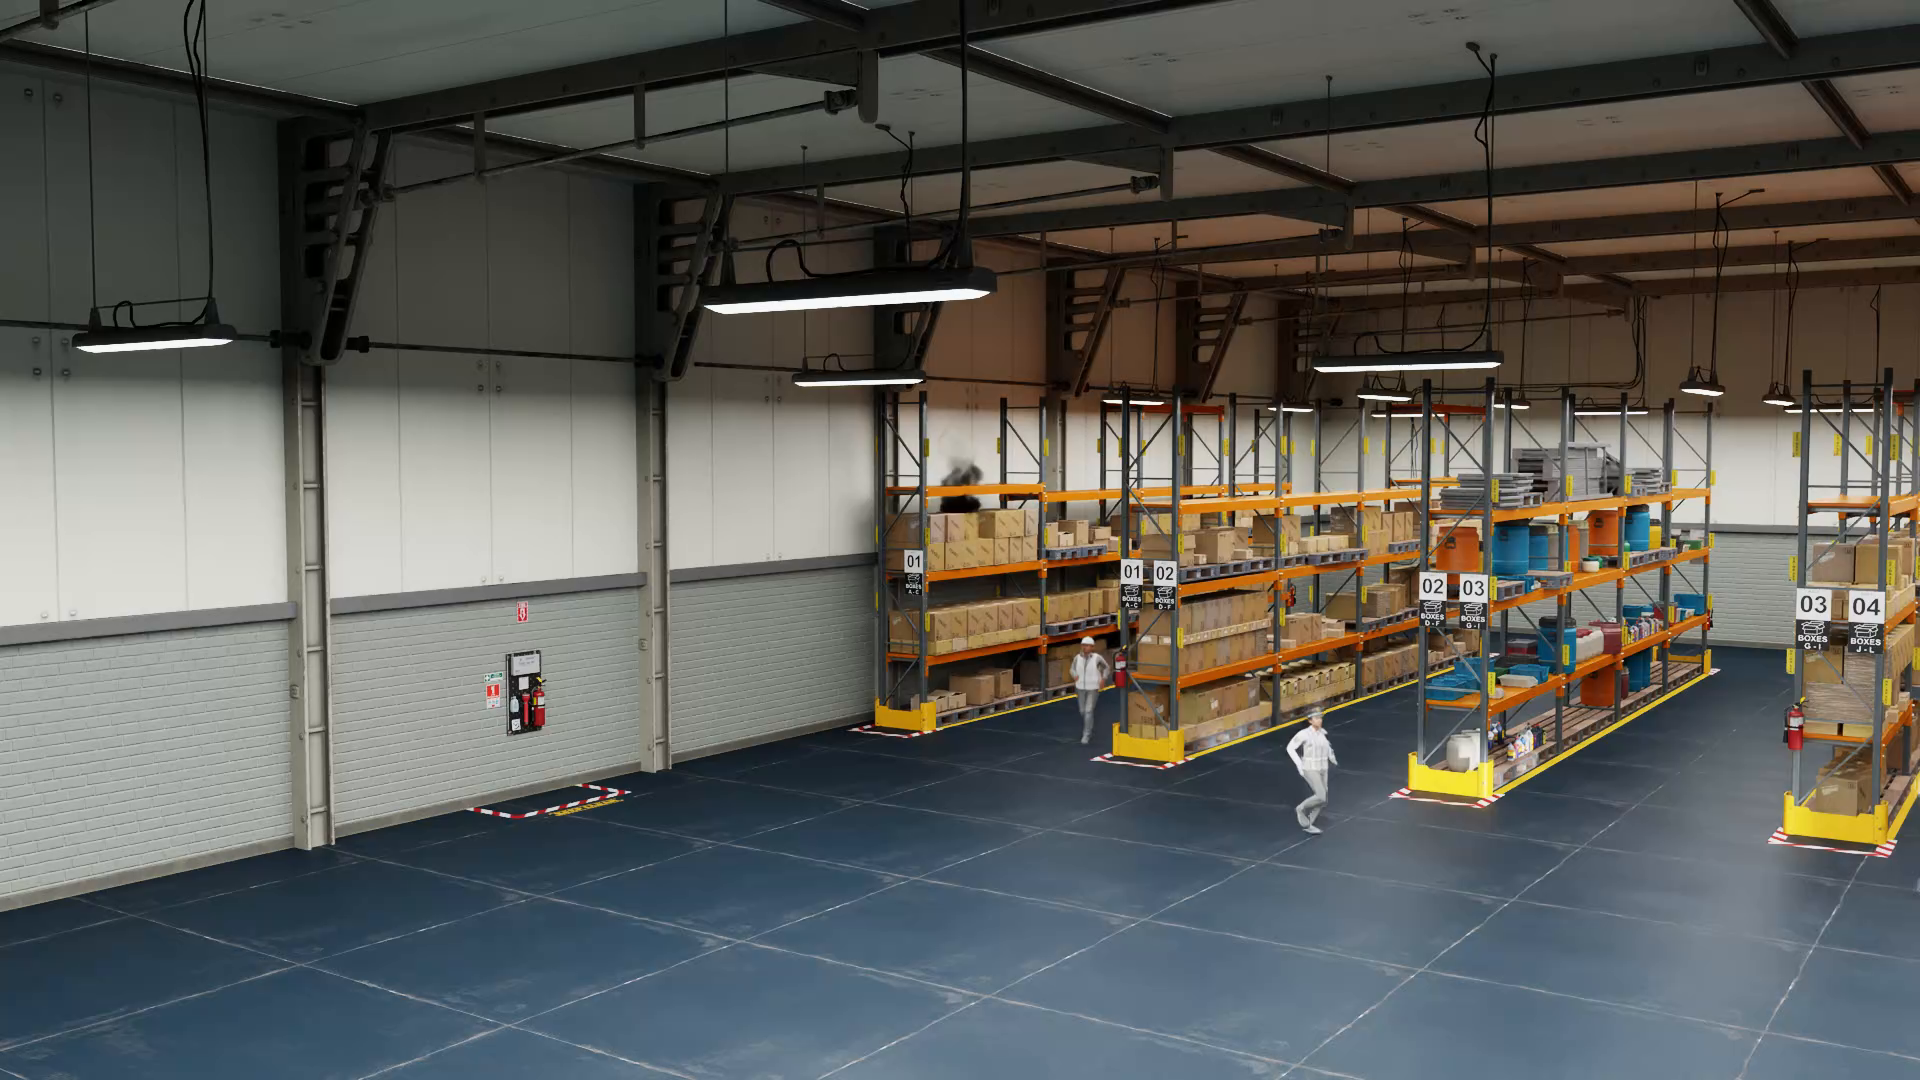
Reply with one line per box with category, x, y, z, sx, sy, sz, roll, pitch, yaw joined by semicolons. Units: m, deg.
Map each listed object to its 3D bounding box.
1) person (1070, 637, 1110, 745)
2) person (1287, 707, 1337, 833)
person;2.199;2.537;28.400;0.679;1.790;0.851;1;3;24
person;4.621;2.951;21.490;0.614;1.595;0.547;-2;4;-31
